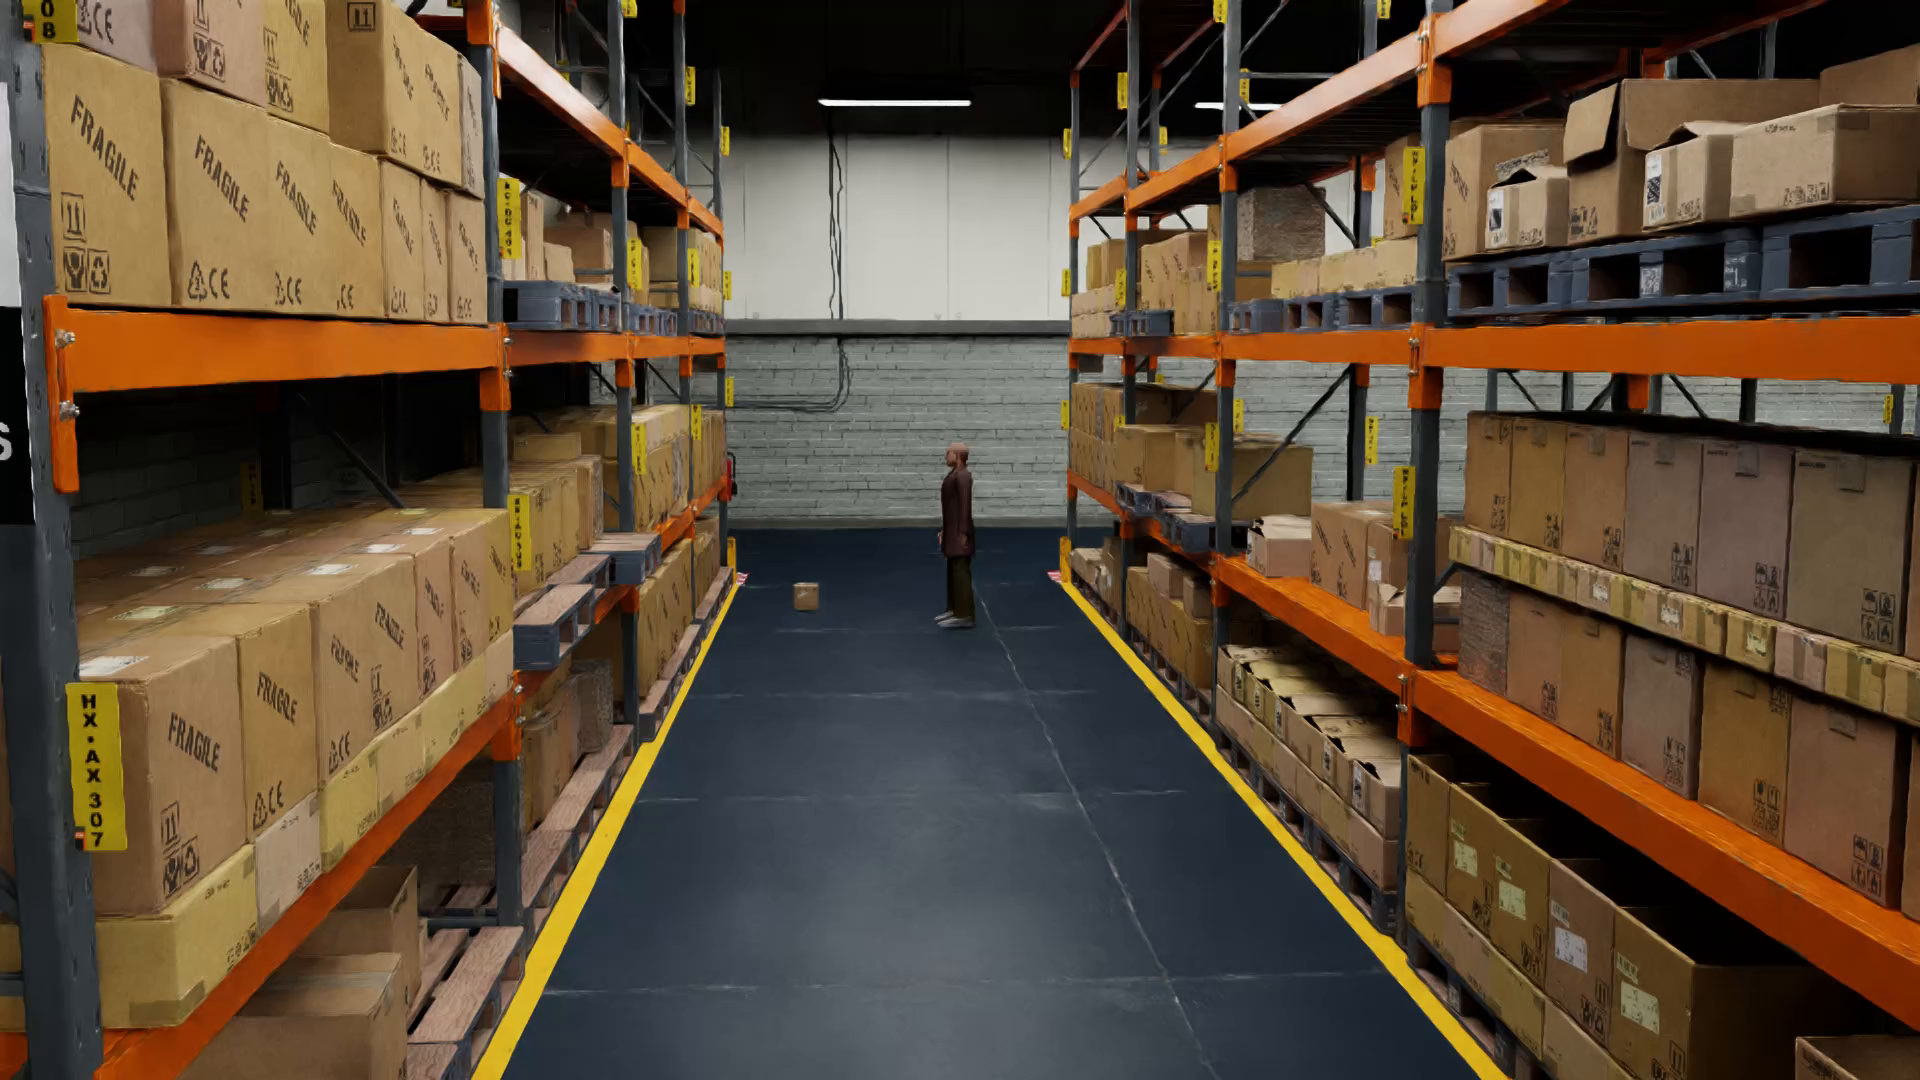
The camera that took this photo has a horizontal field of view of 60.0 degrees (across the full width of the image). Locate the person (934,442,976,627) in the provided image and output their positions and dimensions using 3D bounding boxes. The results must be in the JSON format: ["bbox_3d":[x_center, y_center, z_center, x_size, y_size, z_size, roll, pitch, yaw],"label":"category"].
[{"bbox_3d":[-0.054,-0.047,16.231,0.403,1.738,0.593,-1,7,-5],"label":"person"}]
